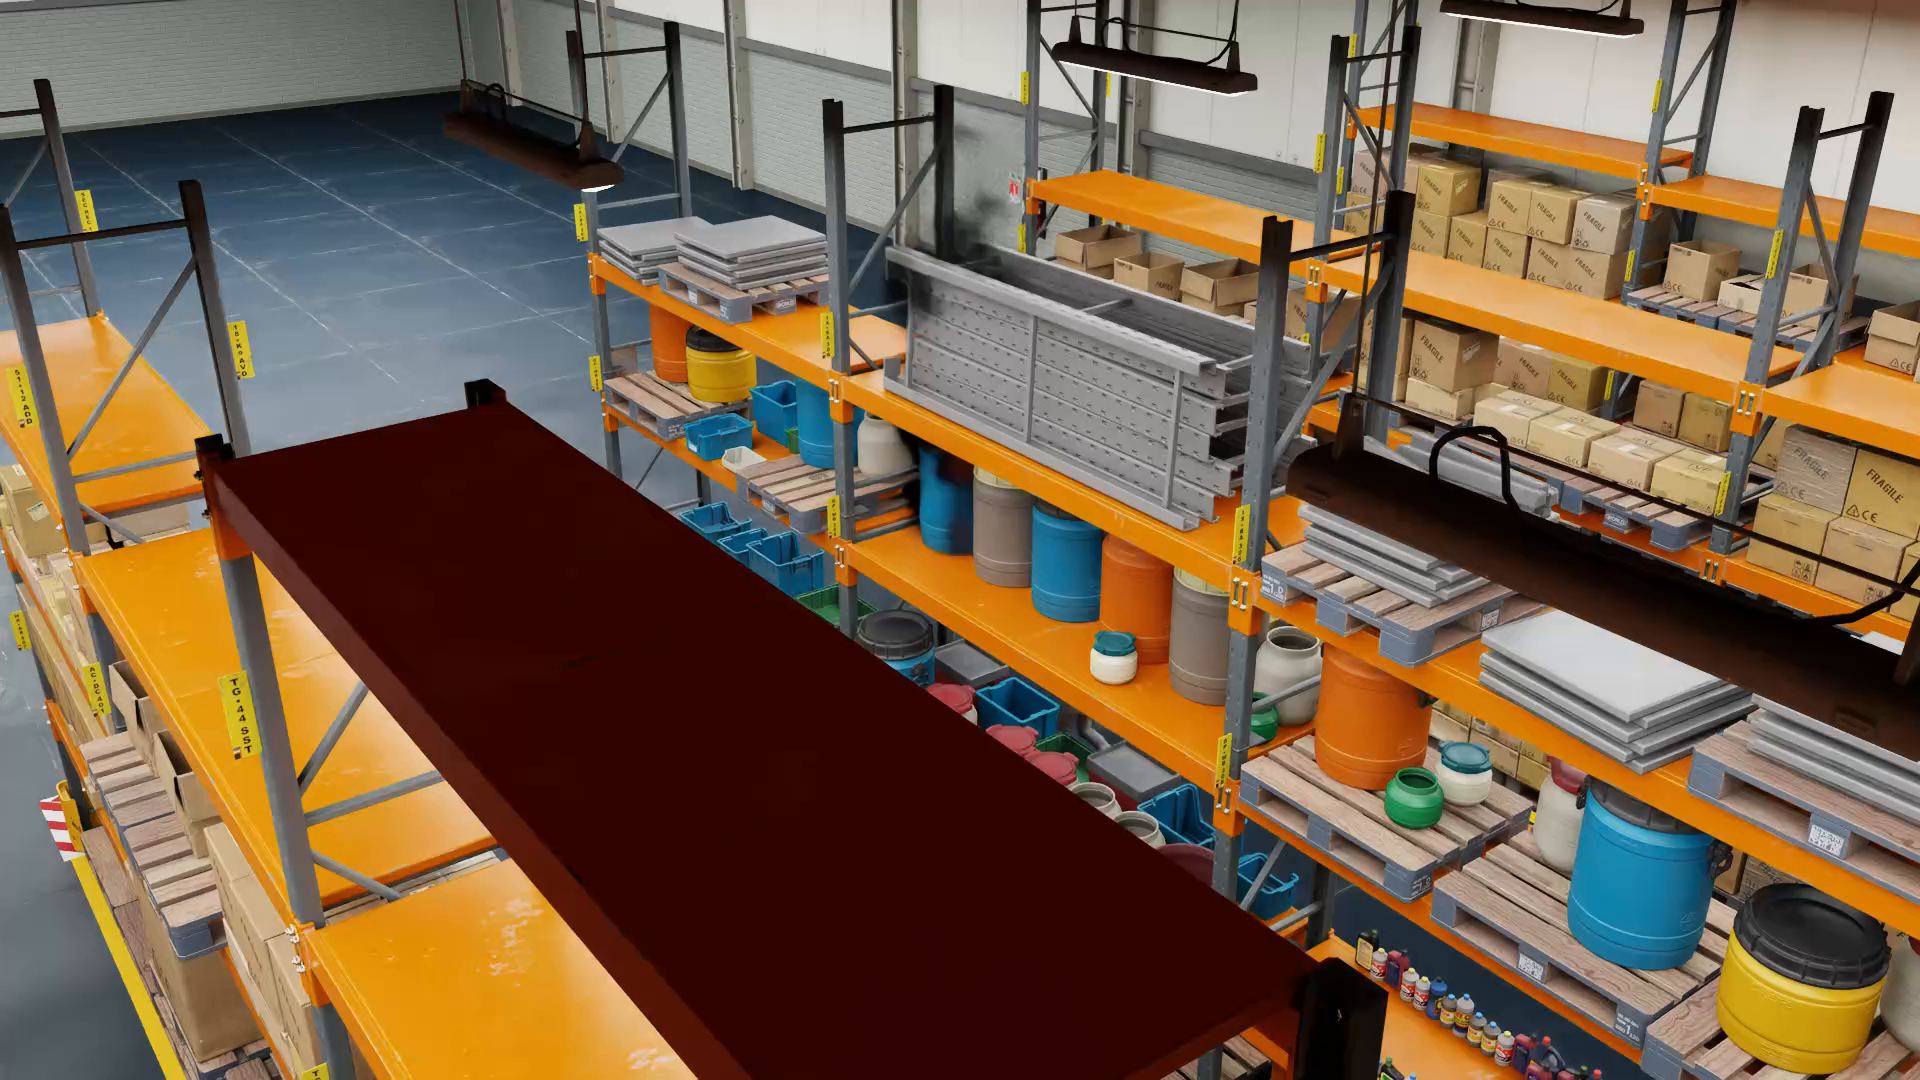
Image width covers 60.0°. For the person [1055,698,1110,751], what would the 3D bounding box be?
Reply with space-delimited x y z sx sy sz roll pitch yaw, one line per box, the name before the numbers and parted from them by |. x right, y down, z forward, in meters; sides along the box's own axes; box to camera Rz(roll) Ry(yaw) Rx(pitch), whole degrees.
person | 1.038 1.365 14.112 0.872 1.593 0.540 20 32 37
